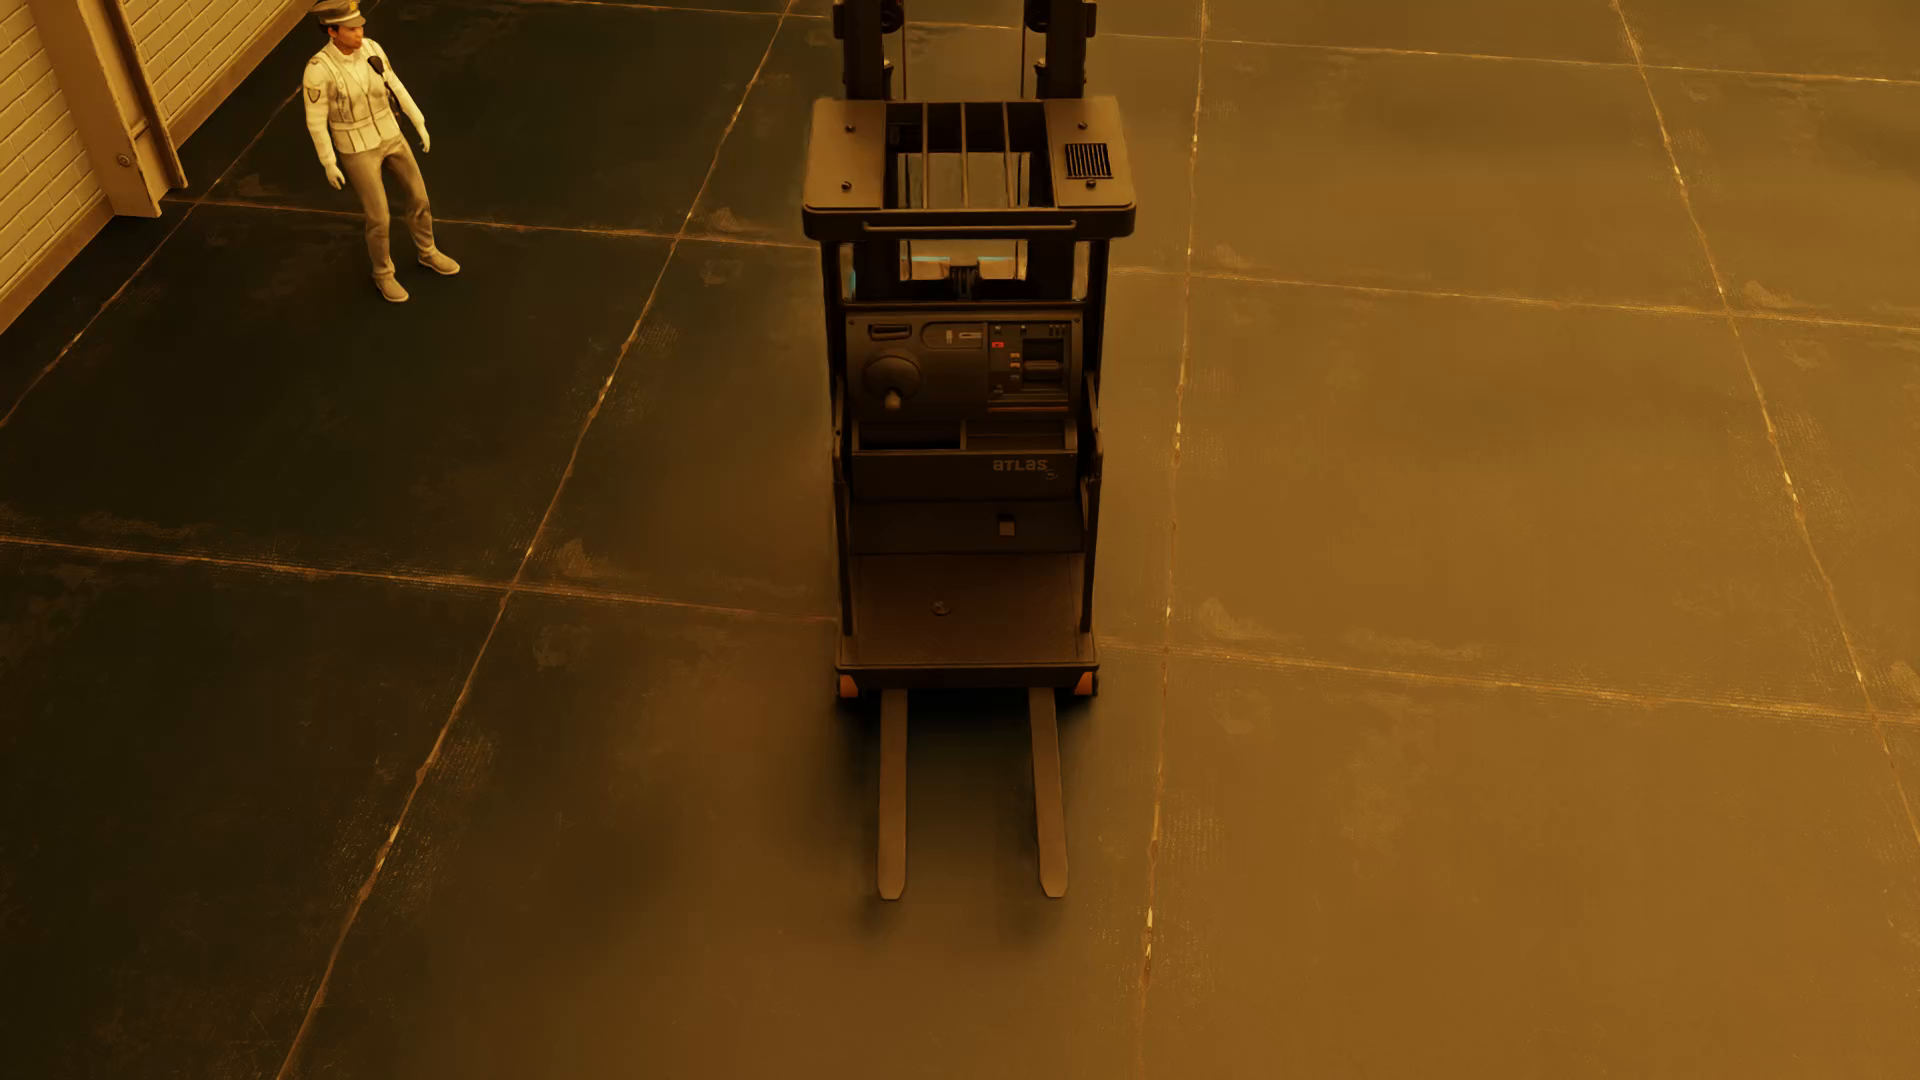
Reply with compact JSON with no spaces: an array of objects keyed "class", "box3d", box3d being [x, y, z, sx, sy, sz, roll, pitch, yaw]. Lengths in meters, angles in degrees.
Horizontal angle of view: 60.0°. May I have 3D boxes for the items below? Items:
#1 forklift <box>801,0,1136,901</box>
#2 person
[{"class":"forklift","box3d":[0.023,-0.618,6.397,1.130,2.935,3.031,-1,43,-1]},{"class":"person","box3d":[-3.144,-2.120,8.962,0.382,1.676,0.632,27,49,26]}]
